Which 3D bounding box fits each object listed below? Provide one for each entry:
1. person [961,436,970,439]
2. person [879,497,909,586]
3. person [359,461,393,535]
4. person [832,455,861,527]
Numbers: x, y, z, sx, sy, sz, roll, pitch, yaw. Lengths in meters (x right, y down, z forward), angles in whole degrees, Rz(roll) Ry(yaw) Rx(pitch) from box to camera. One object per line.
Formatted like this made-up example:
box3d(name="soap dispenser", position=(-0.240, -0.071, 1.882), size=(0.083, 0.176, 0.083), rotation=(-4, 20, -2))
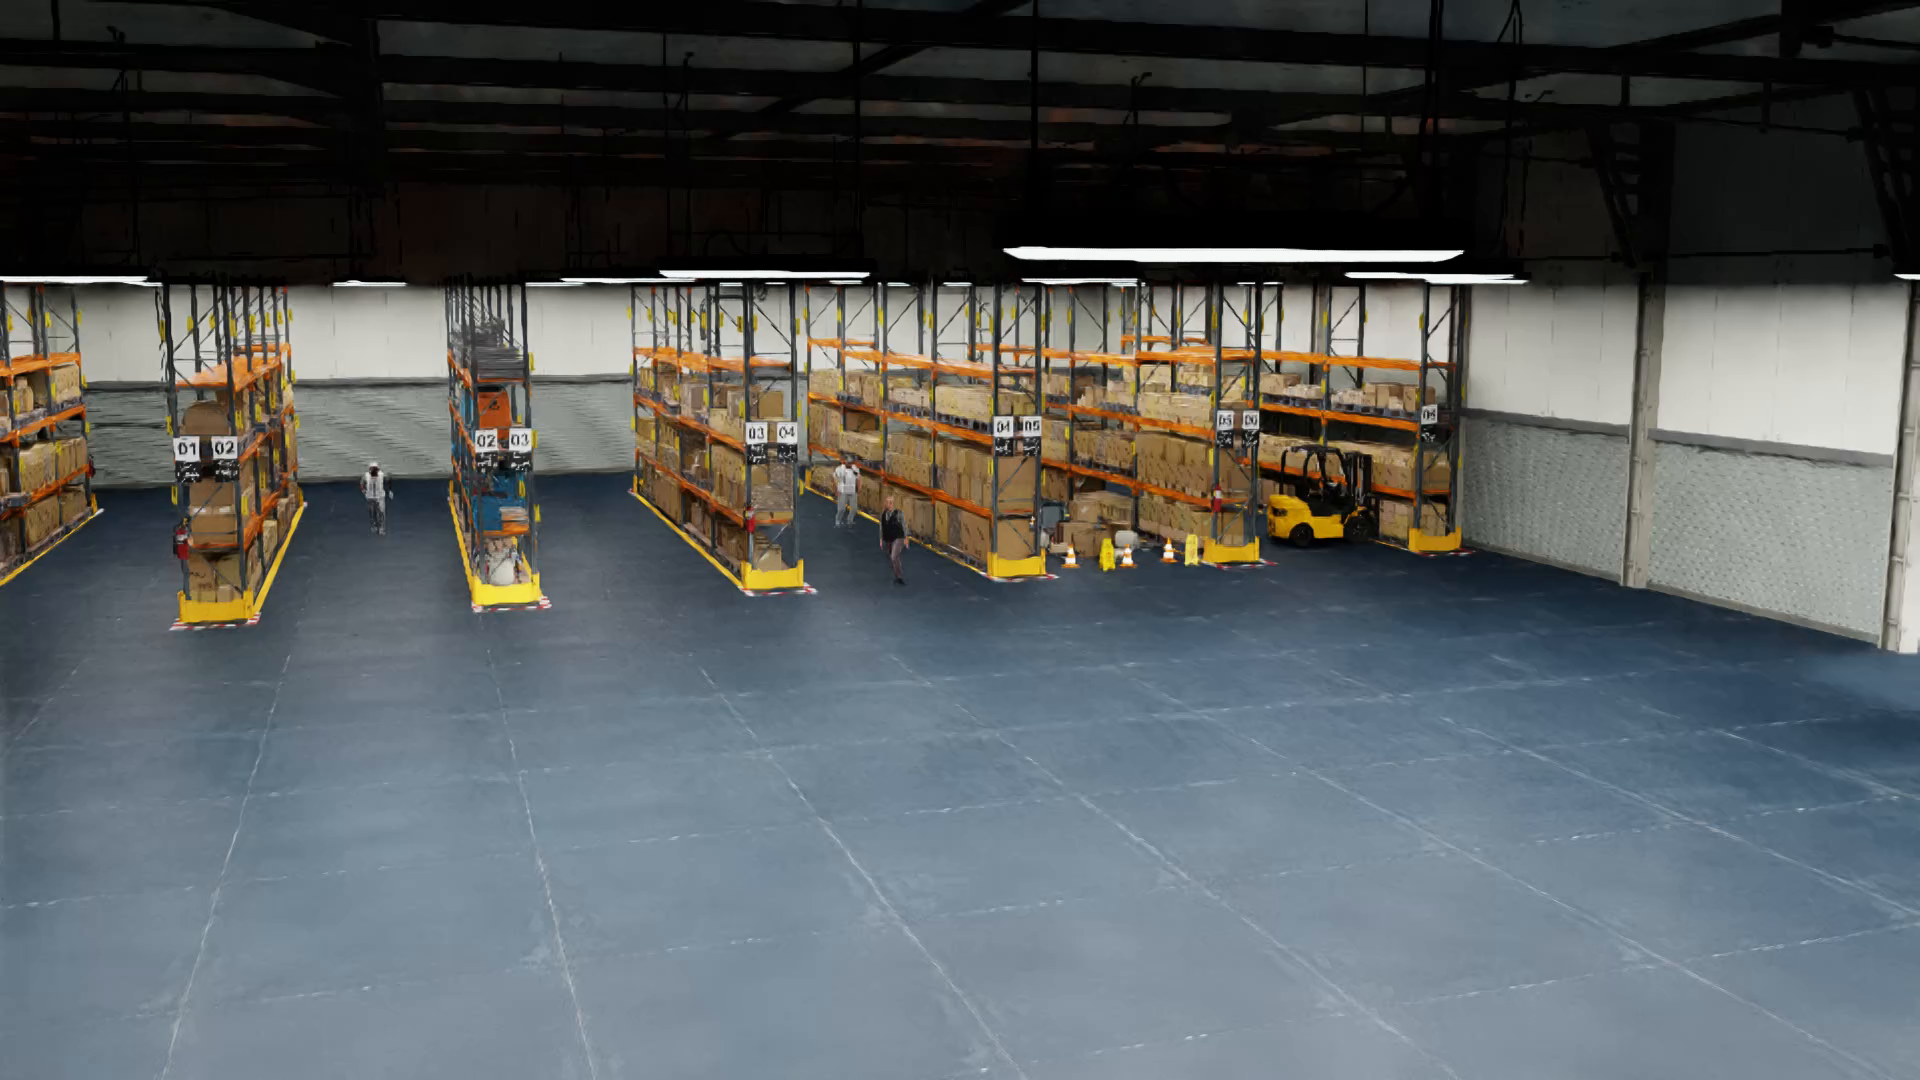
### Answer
box3d(name="person", position=(0.112, -2.285, 47.230), size=(0.580, 1.763, 0.673), rotation=(2, 9, 12))
box3d(name="person", position=(-1.270, 0.003, 32.315), size=(0.648, 1.707, 0.507), rotation=(6, 11, 36))
box3d(name="person", position=(-13.710, -1.009, 39.040), size=(0.721, 1.715, 0.843), rotation=(-2, 9, -13))
box3d(name="person", position=(-2.590, -1.144, 38.240), size=(0.682, 1.681, 0.474), rotation=(-3, 9, -20))
